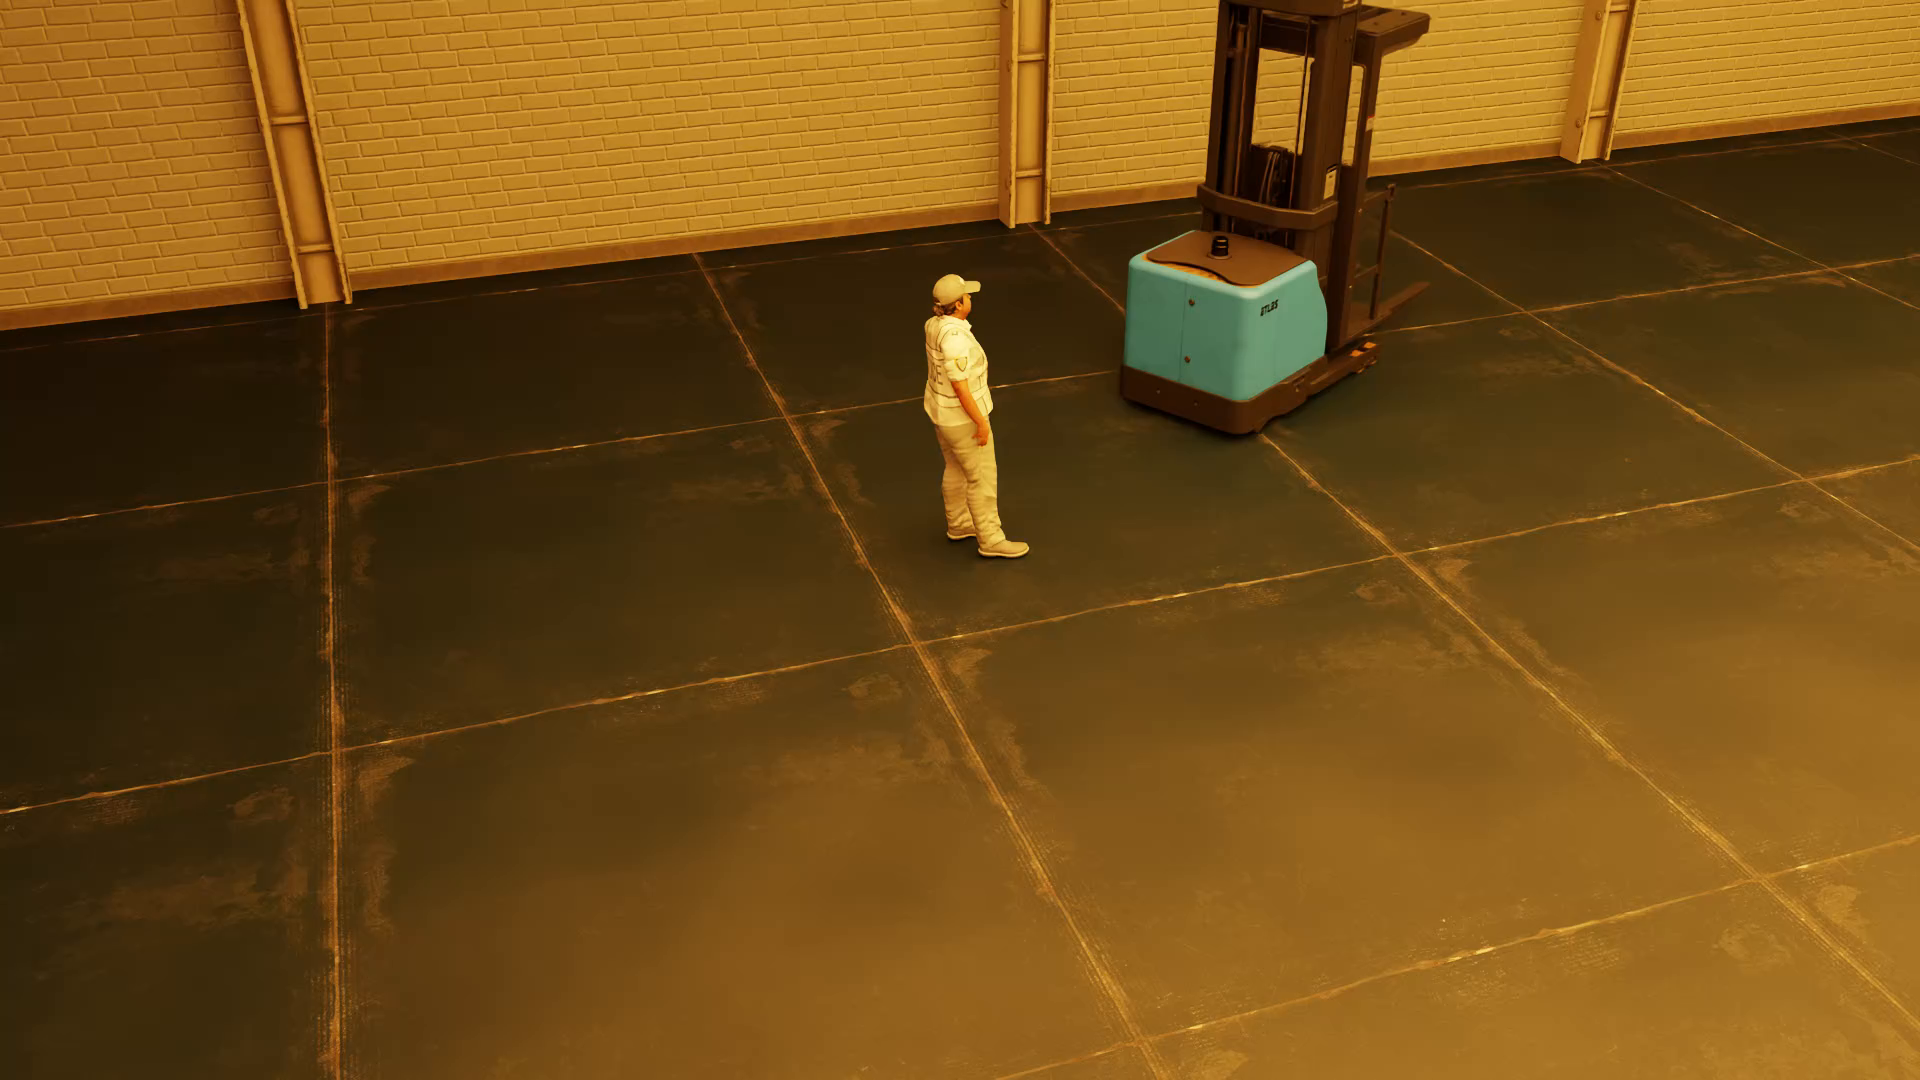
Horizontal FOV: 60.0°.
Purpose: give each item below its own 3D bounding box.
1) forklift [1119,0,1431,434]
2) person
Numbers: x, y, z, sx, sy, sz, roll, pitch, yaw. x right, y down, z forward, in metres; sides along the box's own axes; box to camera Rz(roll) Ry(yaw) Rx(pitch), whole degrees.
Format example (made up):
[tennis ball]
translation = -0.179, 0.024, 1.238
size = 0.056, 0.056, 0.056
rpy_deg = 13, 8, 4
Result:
[forklift]
translation = 2.461, -2.634, 11.664
size = 1.130, 2.935, 3.031
rpy_deg = 23, 37, 34
[person]
translation = 0.080, -0.731, 9.609
size = 0.529, 1.670, 0.599
rpy_deg = -10, 31, -16
